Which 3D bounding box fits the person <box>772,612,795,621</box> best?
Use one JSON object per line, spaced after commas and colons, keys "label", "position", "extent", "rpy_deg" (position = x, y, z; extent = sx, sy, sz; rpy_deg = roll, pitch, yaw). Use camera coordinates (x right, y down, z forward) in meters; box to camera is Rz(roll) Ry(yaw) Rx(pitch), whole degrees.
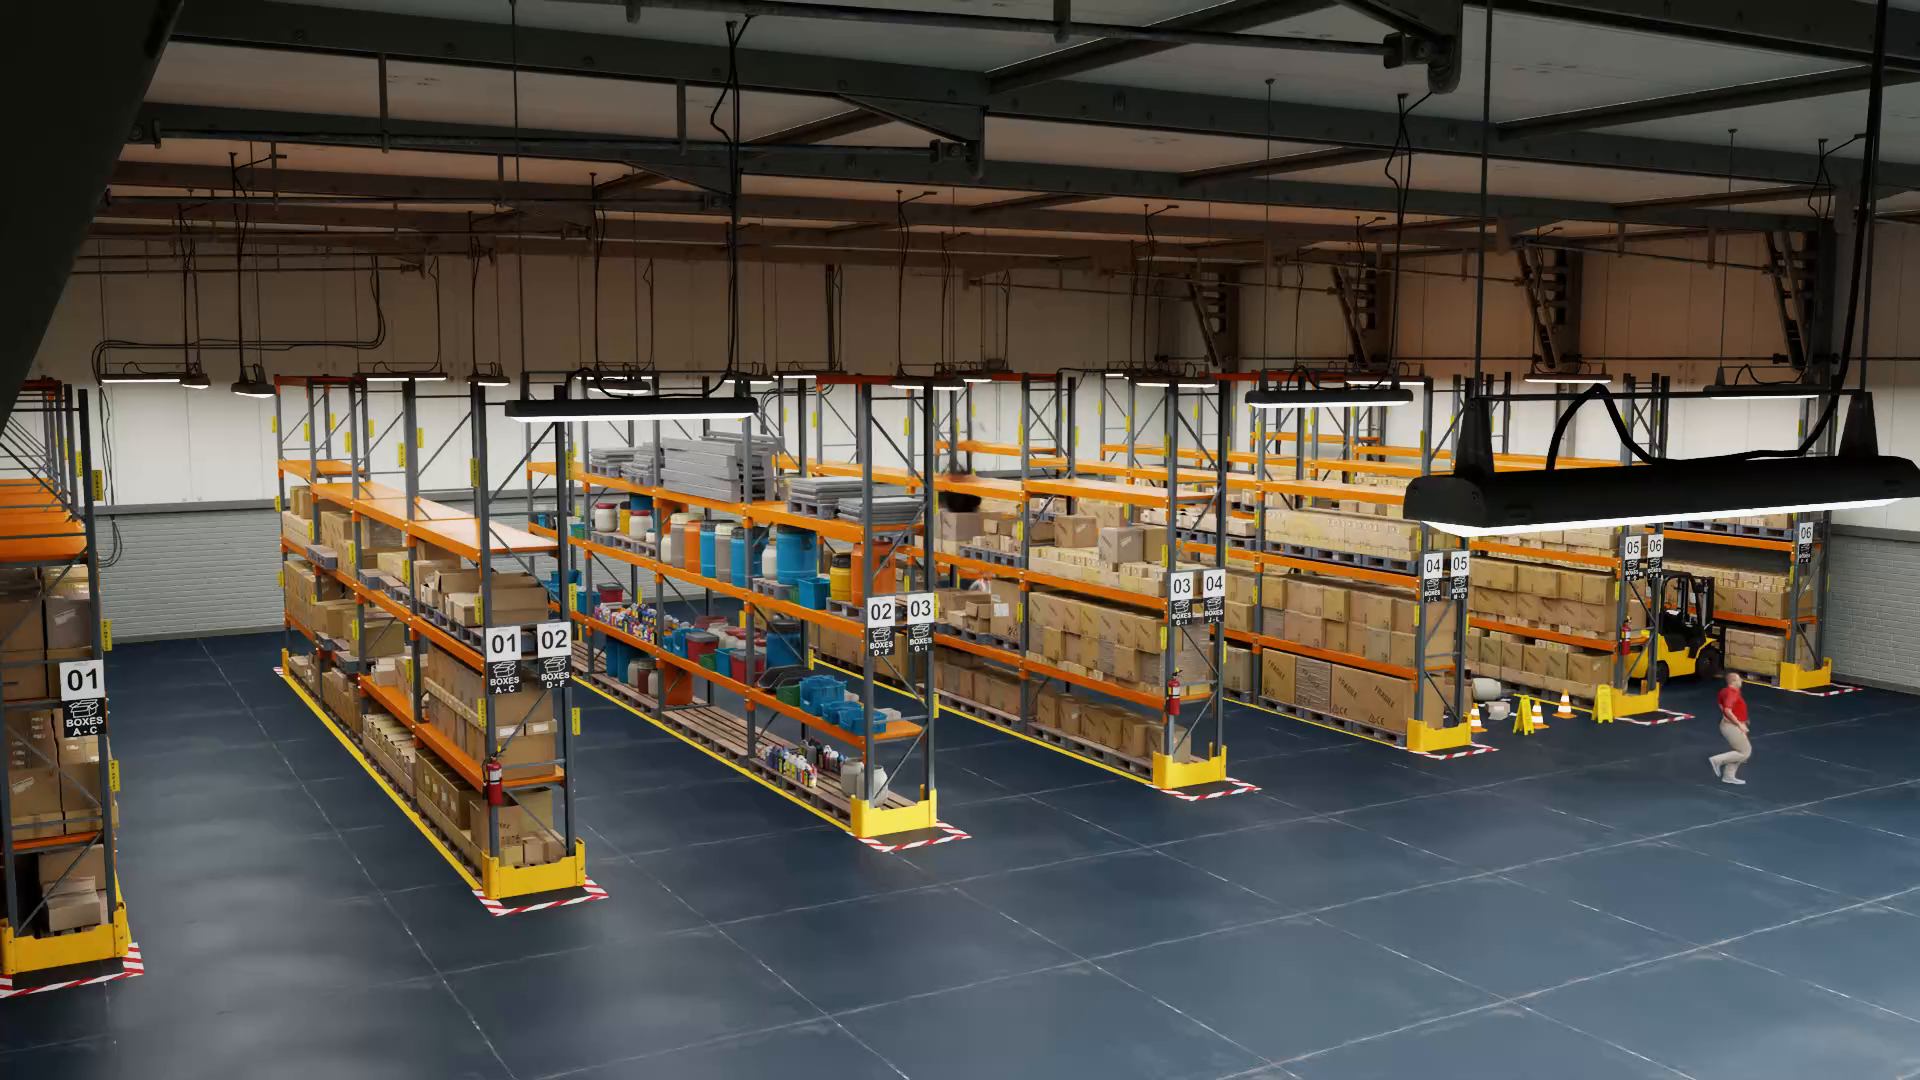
{"label": "person", "position": [-3.318, 1.987, 31.610], "extent": [0.906, 1.715, 0.661], "rpy_deg": [6, 9, 44]}

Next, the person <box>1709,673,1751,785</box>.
{"label": "person", "position": [11.454, 2.801, 24.724], "extent": [0.601, 1.683, 0.666], "rpy_deg": [1, 6, 12]}

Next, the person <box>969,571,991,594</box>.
{"label": "person", "position": [0.593, 1.469, 36.408], "extent": [0.631, 1.748, 0.612], "rpy_deg": [-4, 7, -30]}
